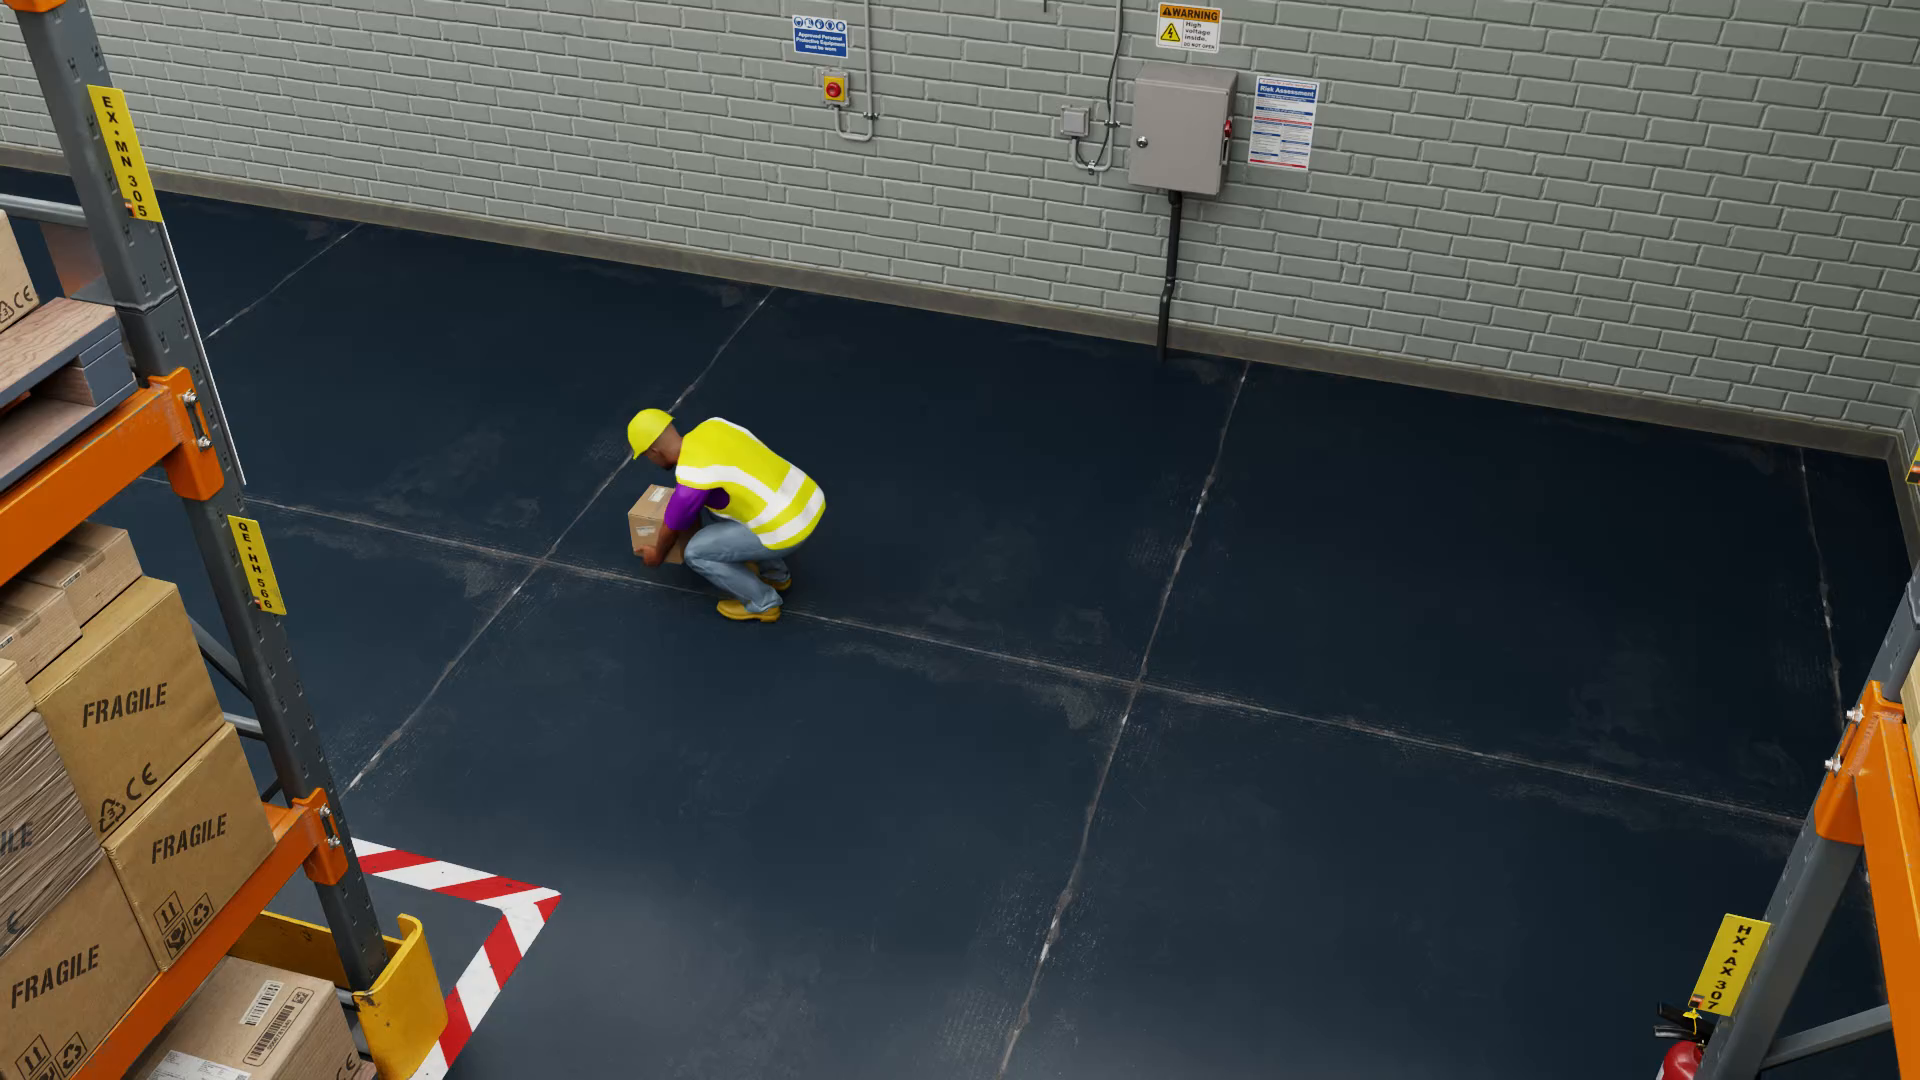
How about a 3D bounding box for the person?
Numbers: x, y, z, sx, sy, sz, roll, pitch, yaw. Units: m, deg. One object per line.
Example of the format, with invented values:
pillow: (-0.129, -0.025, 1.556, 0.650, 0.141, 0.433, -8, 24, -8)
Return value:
person: (-1.088, -0.134, 7.687, 0.899, 1.012, 0.541, 10, 38, 13)
